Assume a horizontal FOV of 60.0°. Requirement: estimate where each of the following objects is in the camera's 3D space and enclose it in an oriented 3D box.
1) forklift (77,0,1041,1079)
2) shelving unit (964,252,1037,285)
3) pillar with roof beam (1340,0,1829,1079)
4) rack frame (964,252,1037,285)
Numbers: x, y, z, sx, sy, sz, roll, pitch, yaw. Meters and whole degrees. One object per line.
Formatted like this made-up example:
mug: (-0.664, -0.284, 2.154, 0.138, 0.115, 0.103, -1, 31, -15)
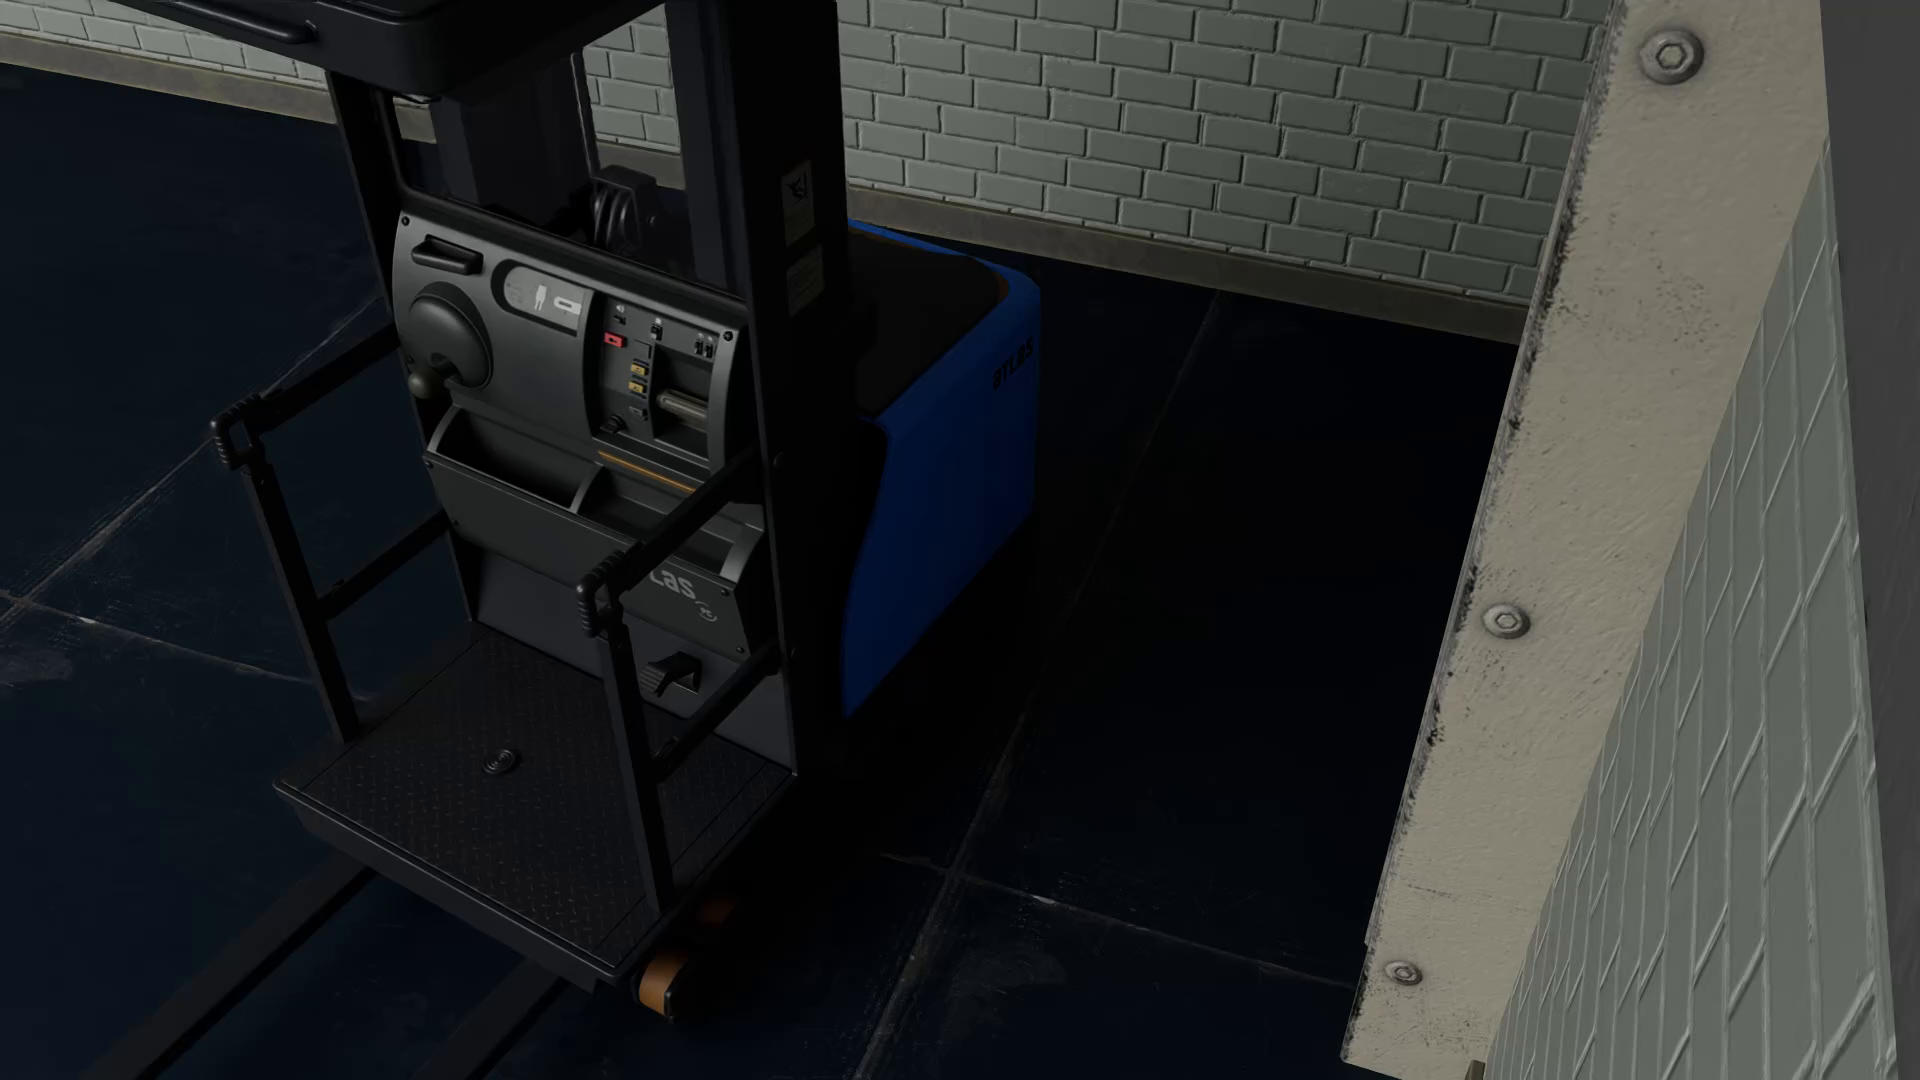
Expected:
forklift: (-0.958, -0.340, 3.390, 1.130, 2.935, 3.031, 21, 45, 23)
shelving unit: (0.064, -0.400, 5.025, 0.258, 0.900, 0.210, 21, 45, 23)
pillar with roof beam: (-2.956, -3.264, 2.143, 9.100, 9.000, 0.400, 13, 42, 15)
rack frame: (0.116, -0.456, 5.092, 0.240, 0.900, 0.006, 21, 45, 23)
